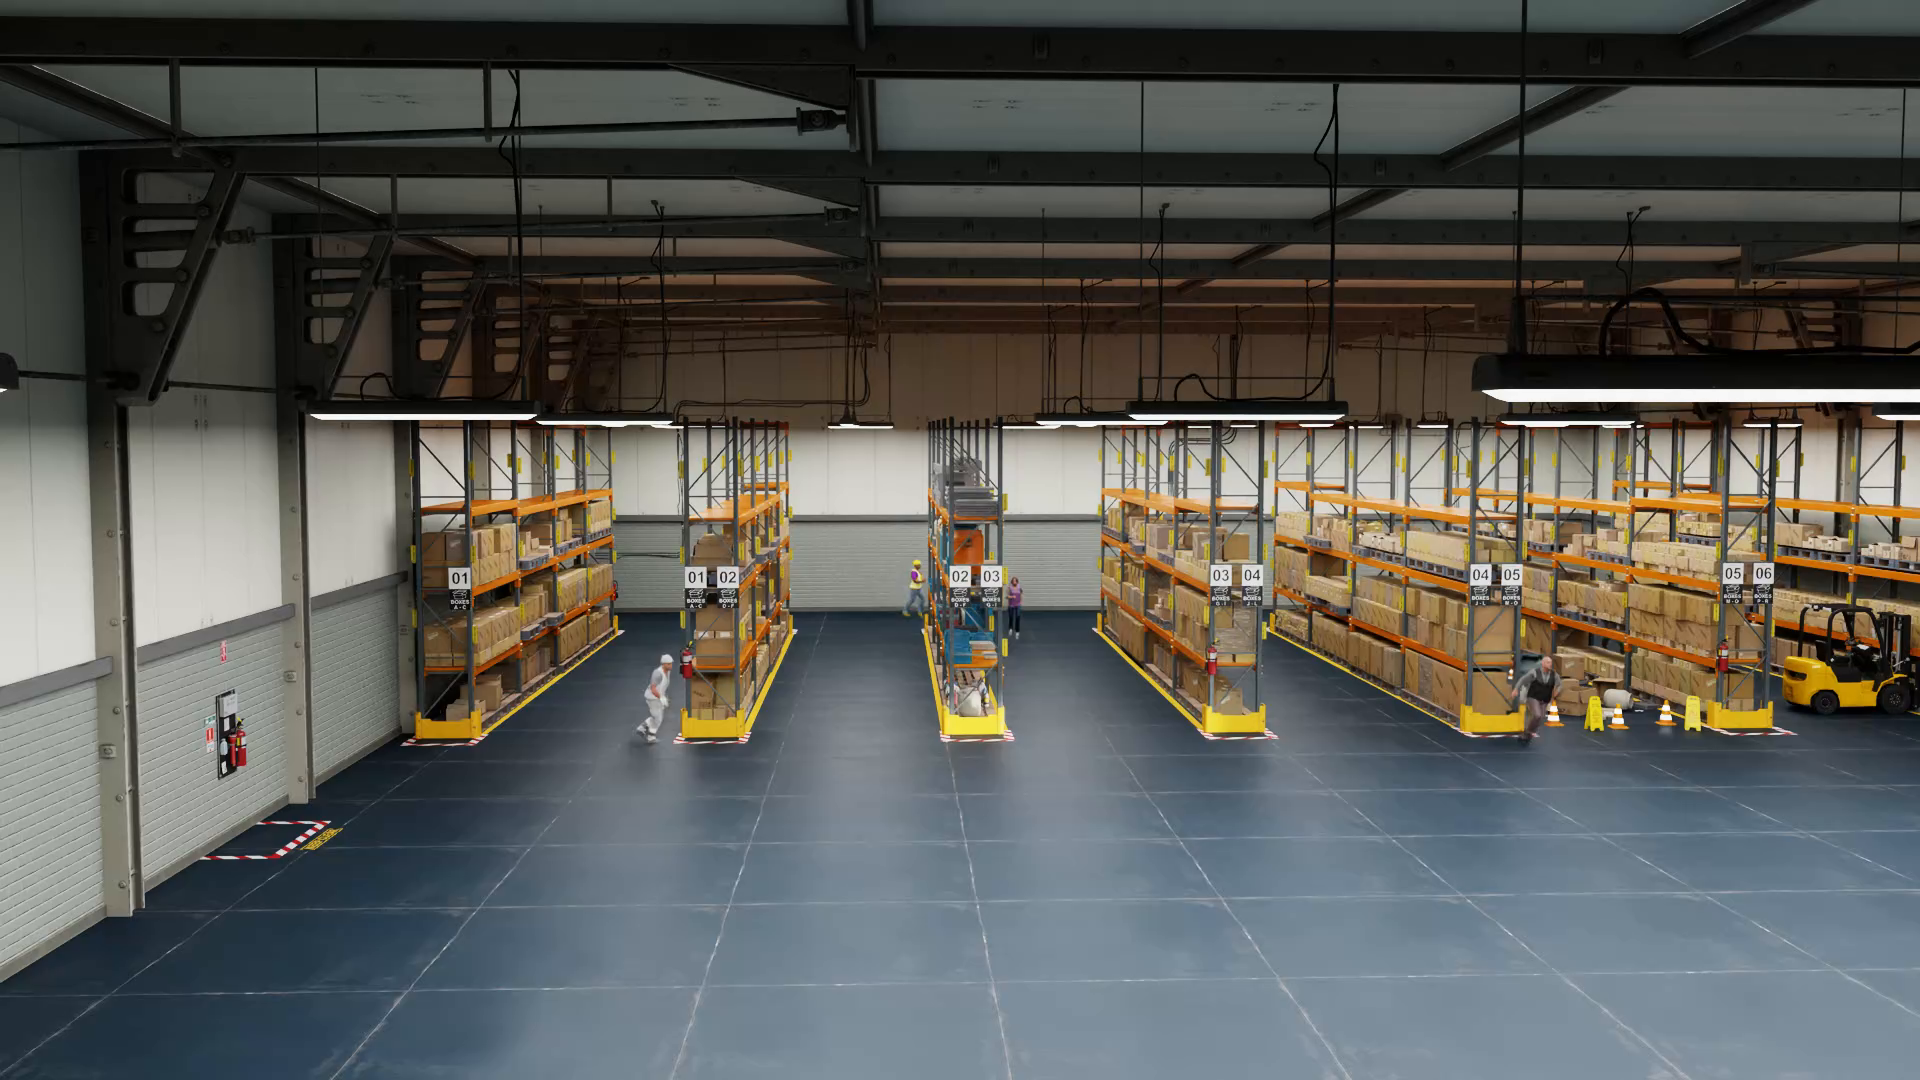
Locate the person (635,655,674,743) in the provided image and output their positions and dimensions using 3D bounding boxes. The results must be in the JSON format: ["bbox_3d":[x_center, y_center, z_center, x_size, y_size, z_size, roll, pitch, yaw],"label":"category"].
[{"bbox_3d":[-5.584,2.906,30.426,0.849,1.668,0.667,1,4,8],"label":"person"}]

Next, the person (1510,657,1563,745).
[{"bbox_3d":[10.579,2.943,30.319,0.809,1.633,0.695,-1,4,-12],"label":"person"}]

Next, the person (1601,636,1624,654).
[{"bbox_3d":[16.545,2.057,42.200,0.655,1.765,1.000,-1,4,-8],"label":"person"}]

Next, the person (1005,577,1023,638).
[{"bbox_3d":[1.448,1.783,44.442,0.524,1.615,0.798,0,4,-7],"label":"person"}]

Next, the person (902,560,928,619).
[{"bbox_3d":[-1.348,1.525,50.881,0.847,1.823,0.683,1,4,18],"label":"person"}]
